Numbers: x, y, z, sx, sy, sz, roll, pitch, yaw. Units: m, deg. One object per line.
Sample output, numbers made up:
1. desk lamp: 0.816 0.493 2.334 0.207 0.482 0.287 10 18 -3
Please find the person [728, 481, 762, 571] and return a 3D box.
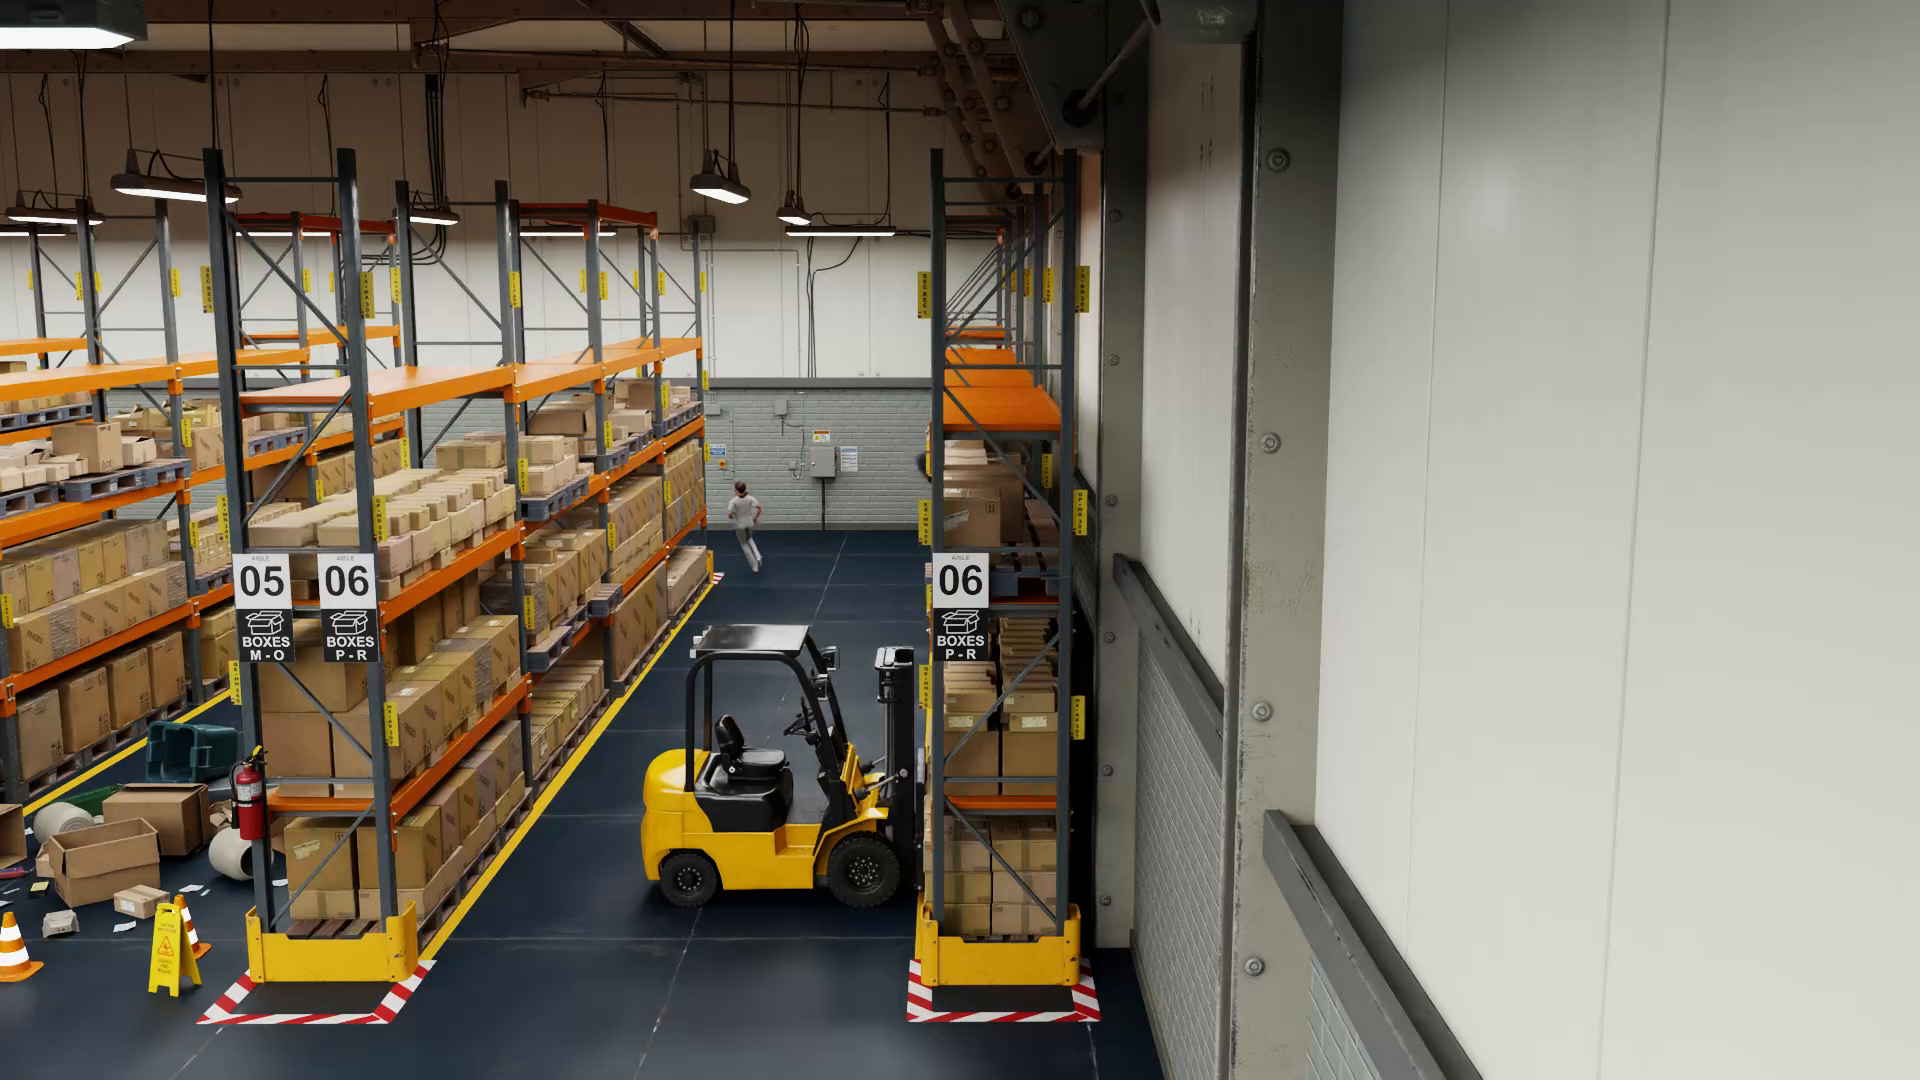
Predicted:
1. person: -3.751 -0.254 28.961 0.682 1.603 0.556 -5 10 -27
